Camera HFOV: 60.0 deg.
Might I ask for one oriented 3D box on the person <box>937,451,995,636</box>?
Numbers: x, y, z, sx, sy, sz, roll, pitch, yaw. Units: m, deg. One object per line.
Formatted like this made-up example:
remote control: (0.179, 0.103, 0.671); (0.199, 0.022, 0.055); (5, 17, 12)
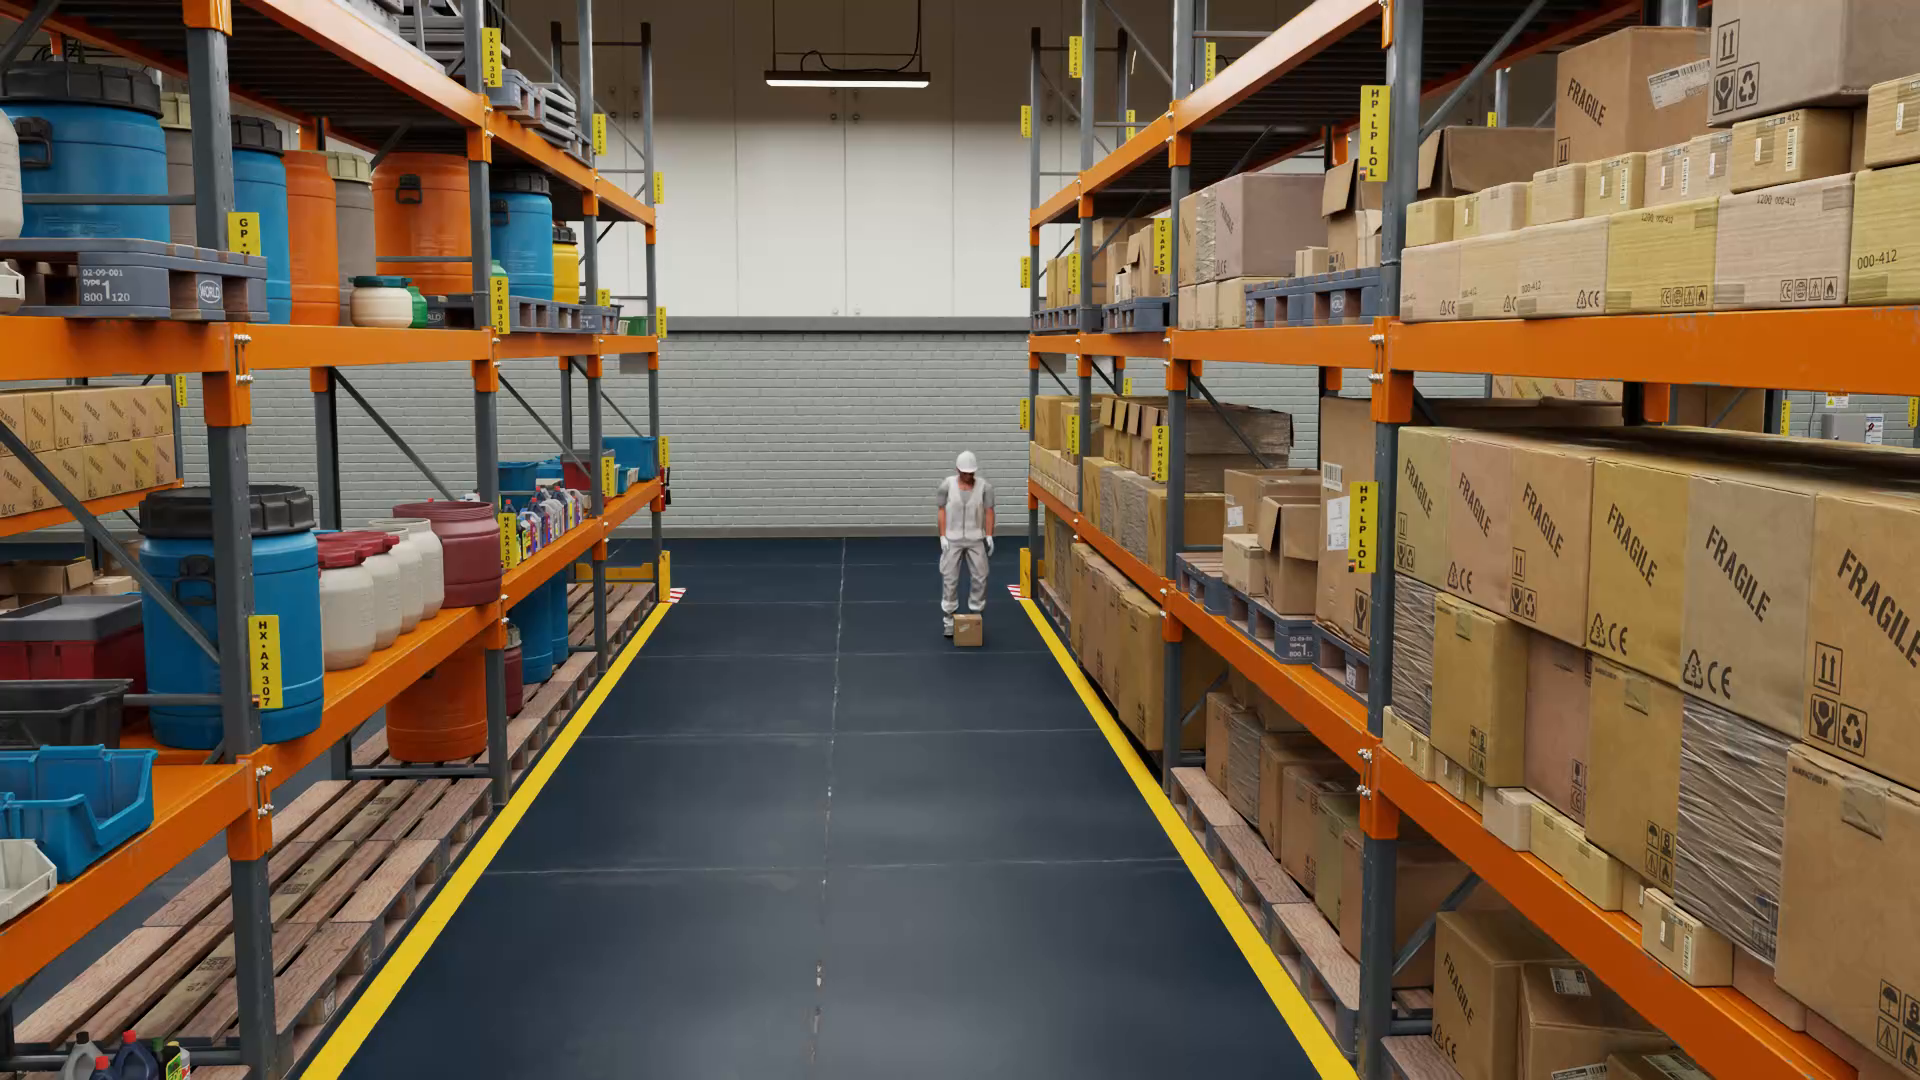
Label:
person: (0.059, 0.032, 15.571); (0.539, 1.744, 0.443); (0, 7, -2)
